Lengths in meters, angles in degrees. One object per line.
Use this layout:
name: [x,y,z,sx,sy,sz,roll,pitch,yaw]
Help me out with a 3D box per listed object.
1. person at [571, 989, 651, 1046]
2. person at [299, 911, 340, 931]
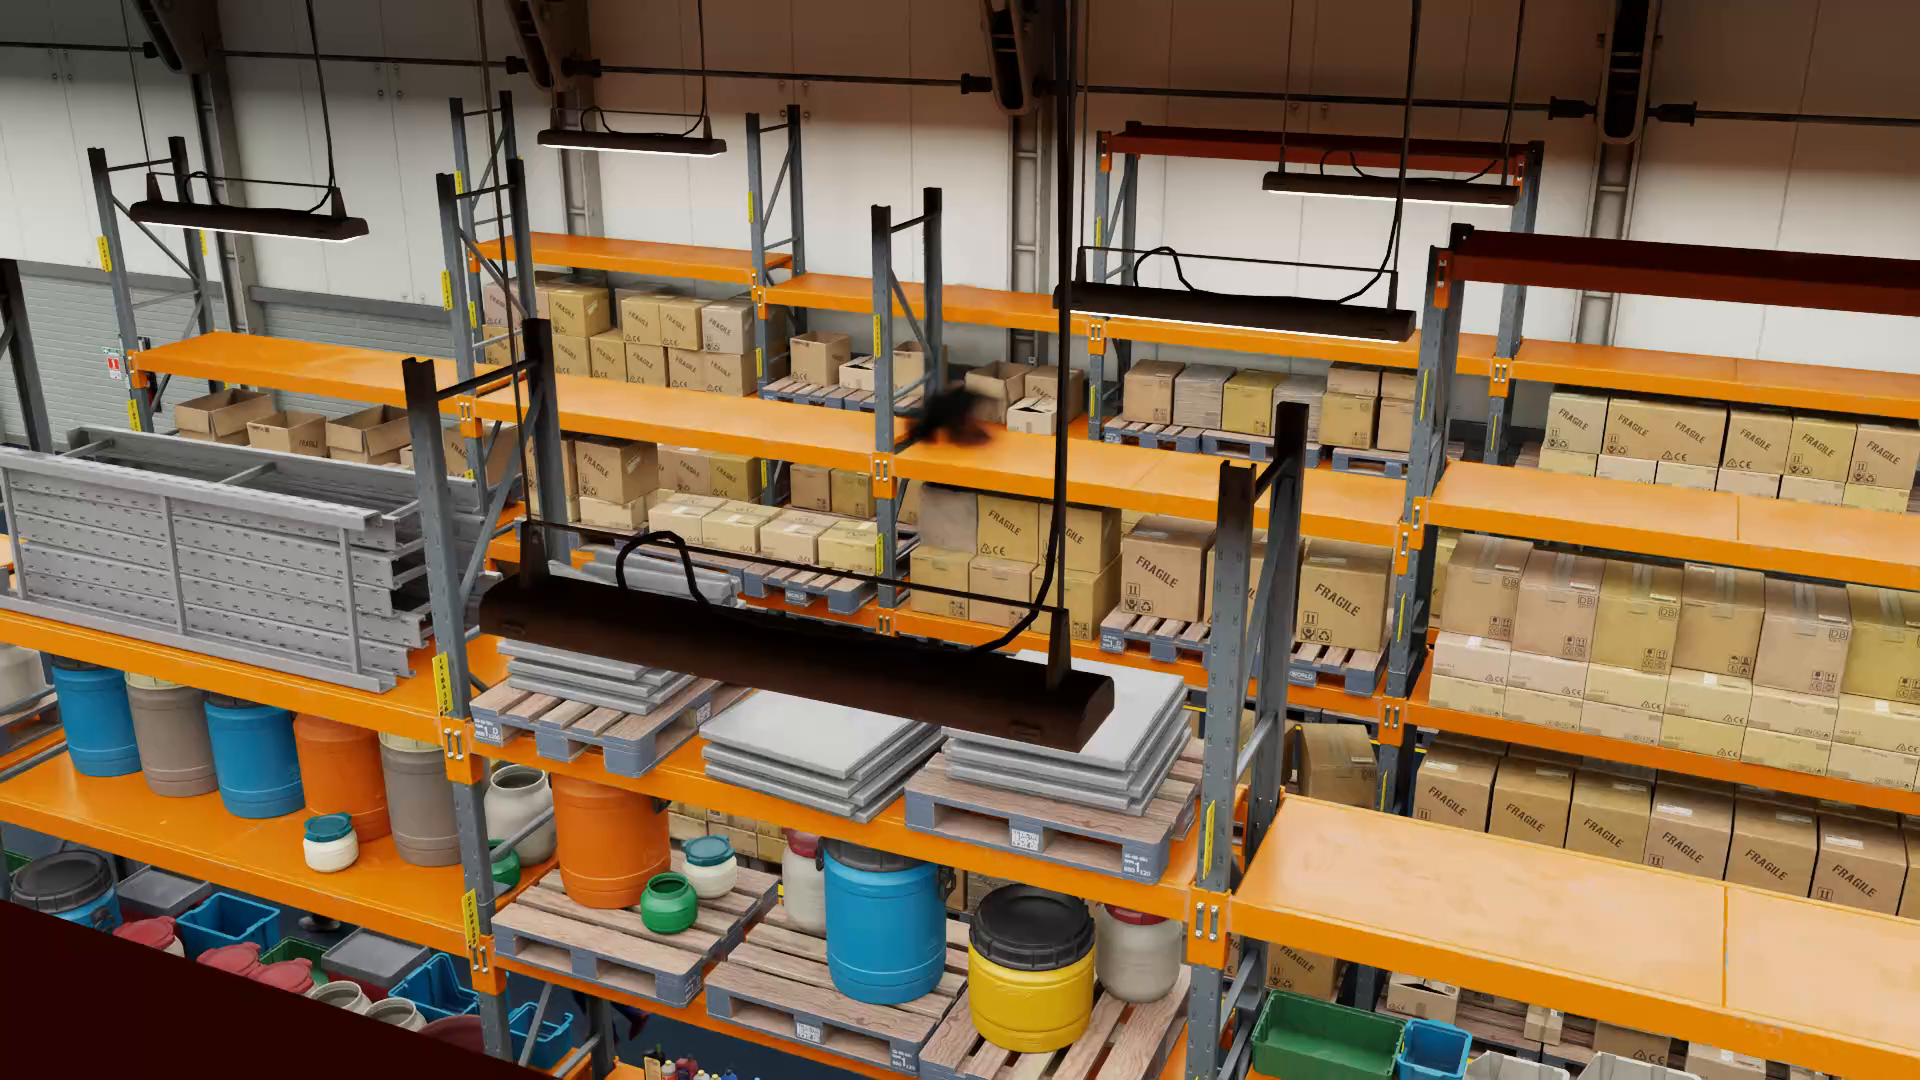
person: [-2.520,2.932,11.829,0.517,1.606,0.614,9,22,23]
person: [-5.497,2.432,13.744,0.620,1.740,0.704,6,21,16]
